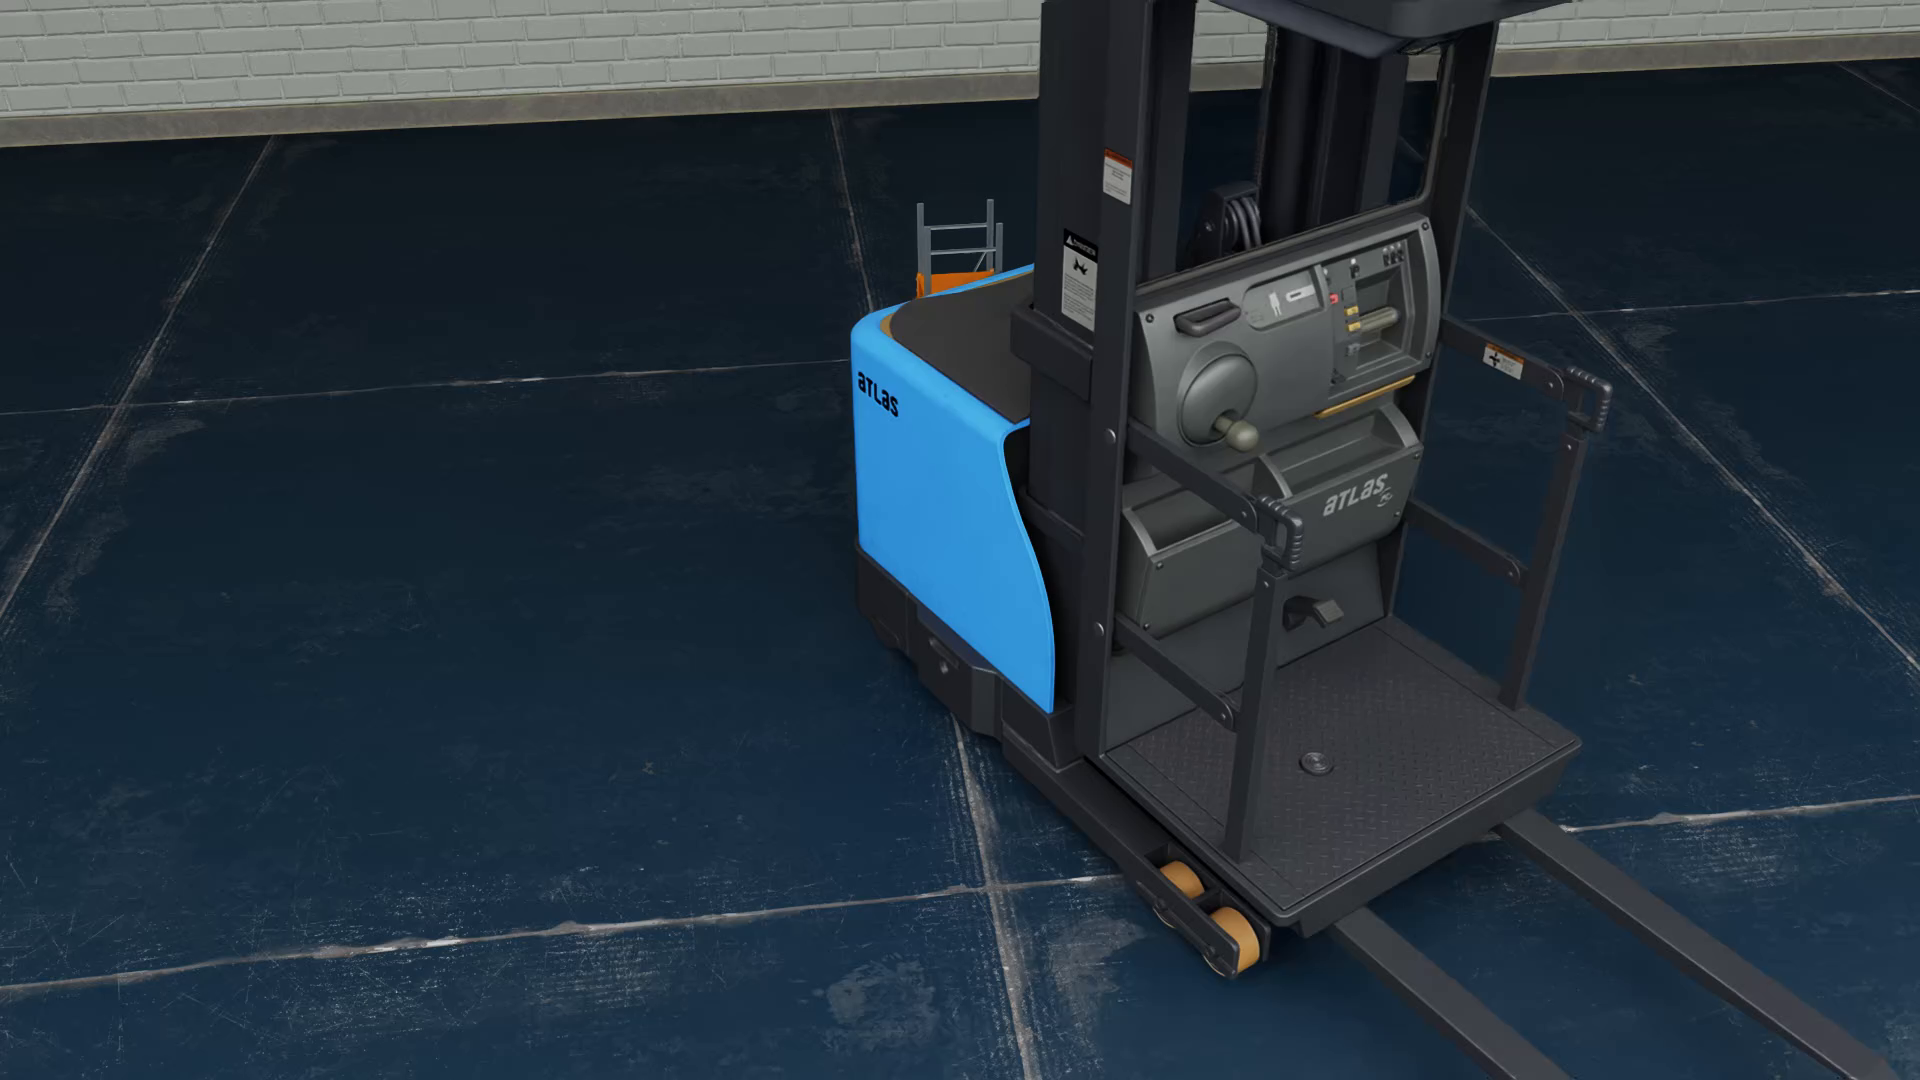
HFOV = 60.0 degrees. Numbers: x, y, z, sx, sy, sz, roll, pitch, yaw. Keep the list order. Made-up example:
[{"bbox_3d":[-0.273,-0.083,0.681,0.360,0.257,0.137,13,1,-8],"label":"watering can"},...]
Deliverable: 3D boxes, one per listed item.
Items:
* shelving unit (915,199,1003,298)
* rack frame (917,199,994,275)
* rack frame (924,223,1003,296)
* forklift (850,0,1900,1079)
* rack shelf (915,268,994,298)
[{"bbox_3d":[-0.002,-0.504,5.424,0.258,1.200,0.189,-4,35,-6],"label":"shelving unit"},{"bbox_3d":[-0.014,-0.555,5.499,0.240,1.200,0.006,-4,35,-6],"label":"rack frame"},{"bbox_3d":[0.010,-0.453,5.349,0.240,1.200,0.006,-4,35,-6],"label":"rack frame"},{"bbox_3d":[0.918,-0.435,3.786,1.130,2.935,3.031,-21,40,-28],"label":"forklift"},{"bbox_3d":[-0.002,-0.765,5.246,0.258,0.103,0.180,-4,35,-6],"label":"rack shelf"}]
